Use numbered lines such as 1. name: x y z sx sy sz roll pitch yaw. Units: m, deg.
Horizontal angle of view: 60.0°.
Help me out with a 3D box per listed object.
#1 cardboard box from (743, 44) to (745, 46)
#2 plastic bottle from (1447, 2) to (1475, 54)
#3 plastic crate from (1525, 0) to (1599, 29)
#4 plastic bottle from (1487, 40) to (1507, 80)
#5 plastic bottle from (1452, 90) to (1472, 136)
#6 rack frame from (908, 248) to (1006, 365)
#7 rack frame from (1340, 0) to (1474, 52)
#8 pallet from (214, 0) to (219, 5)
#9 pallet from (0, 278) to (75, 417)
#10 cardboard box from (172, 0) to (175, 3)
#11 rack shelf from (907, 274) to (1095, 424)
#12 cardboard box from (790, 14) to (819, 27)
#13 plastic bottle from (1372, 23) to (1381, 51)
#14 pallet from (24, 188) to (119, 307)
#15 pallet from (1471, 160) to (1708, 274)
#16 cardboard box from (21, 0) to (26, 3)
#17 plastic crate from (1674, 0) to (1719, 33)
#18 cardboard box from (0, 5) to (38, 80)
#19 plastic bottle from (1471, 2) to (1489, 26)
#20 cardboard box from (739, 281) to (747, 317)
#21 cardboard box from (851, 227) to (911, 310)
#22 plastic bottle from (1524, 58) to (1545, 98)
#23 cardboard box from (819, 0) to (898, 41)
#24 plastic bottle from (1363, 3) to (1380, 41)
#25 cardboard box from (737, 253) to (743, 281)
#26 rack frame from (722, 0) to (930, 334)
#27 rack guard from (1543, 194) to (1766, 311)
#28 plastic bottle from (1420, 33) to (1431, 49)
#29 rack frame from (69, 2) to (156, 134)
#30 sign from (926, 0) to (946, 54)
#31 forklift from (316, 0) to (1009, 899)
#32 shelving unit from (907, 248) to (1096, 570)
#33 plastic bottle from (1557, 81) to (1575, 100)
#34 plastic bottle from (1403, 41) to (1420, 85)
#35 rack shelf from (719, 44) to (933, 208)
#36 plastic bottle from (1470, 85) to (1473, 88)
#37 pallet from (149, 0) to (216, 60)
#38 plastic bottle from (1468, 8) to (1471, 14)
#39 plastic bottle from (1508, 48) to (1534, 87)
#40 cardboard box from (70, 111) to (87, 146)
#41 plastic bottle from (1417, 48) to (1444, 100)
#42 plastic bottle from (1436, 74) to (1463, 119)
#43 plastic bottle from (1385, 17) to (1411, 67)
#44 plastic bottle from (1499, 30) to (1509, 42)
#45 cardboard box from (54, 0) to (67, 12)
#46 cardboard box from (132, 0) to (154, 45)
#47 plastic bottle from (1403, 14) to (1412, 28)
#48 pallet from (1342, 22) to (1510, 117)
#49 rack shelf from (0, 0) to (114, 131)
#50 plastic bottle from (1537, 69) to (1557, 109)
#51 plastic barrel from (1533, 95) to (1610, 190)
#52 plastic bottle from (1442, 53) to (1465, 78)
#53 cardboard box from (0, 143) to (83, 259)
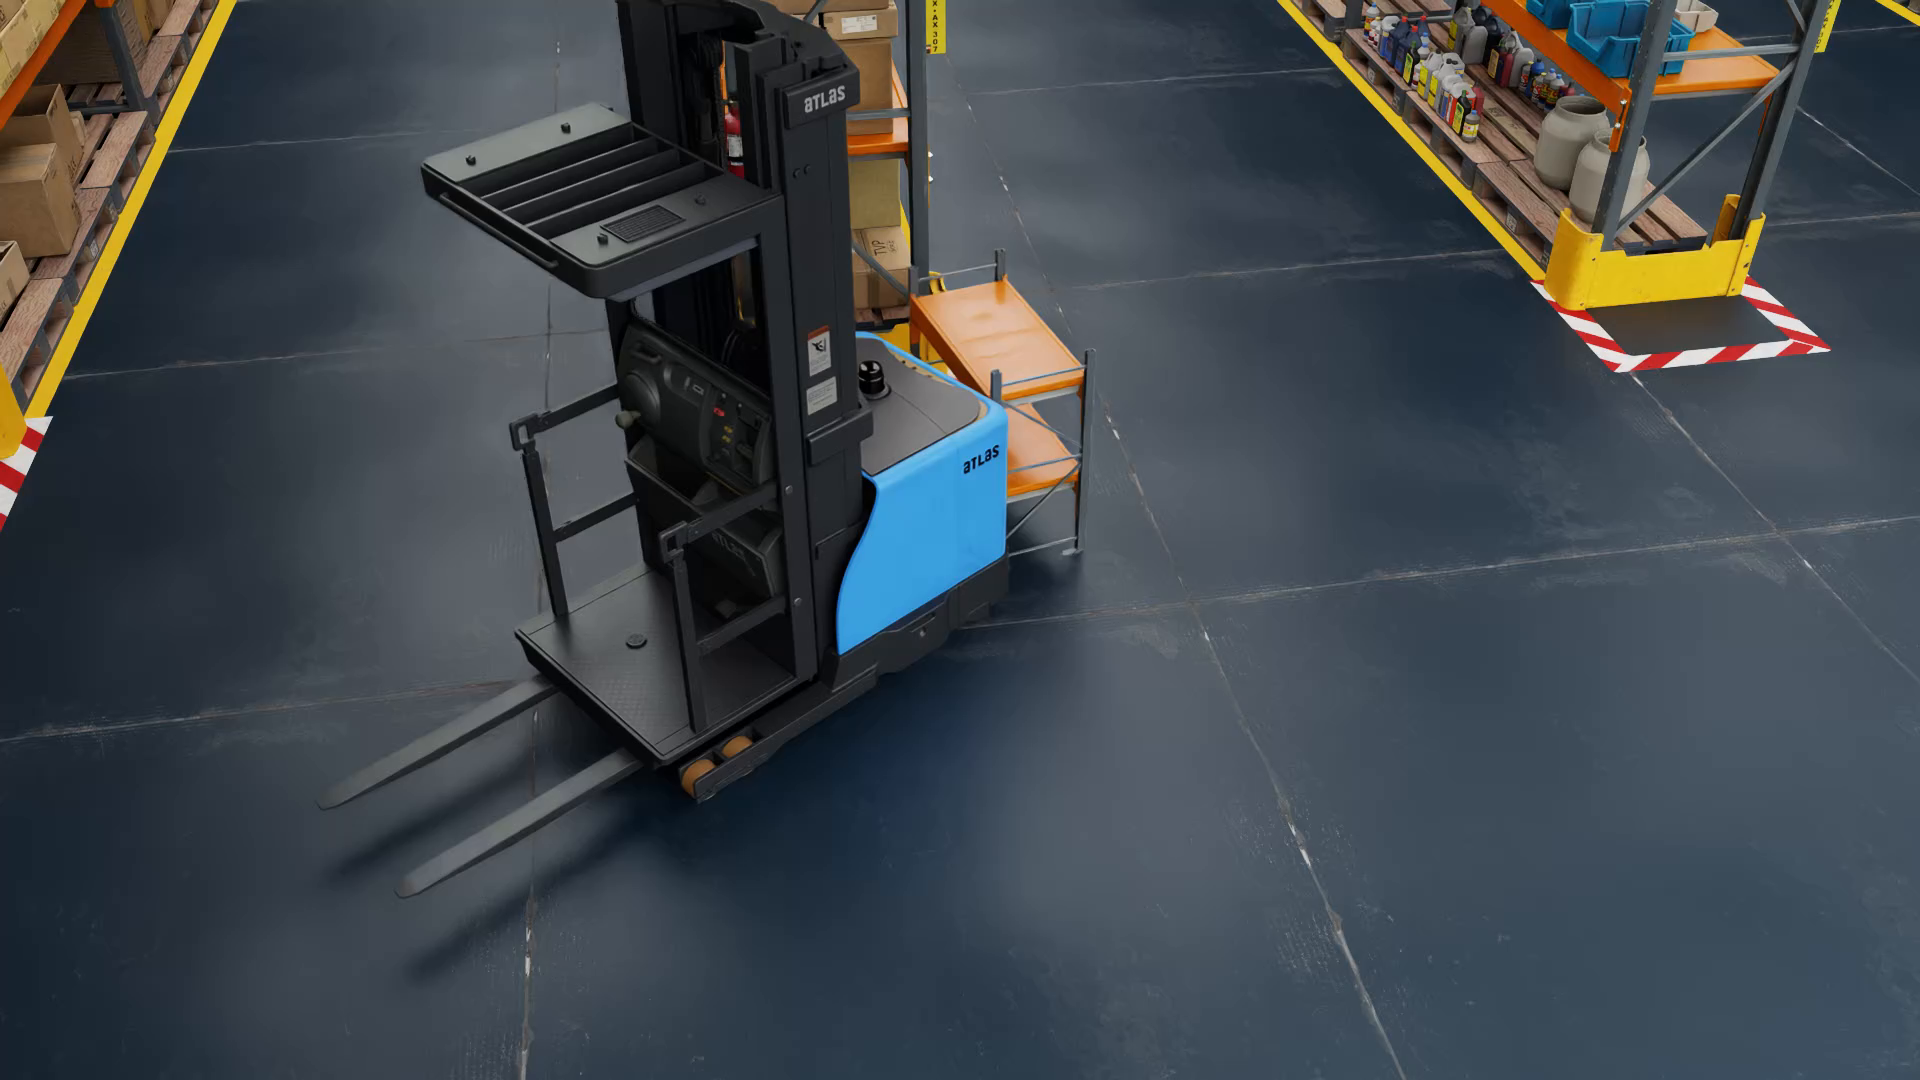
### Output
1. cardboard box: -0.916 -3.081 9.589 0.700 0.500 0.500 -6 38 -8
2. plastic bottle: 3.762 -3.842 12.451 0.144 0.351 0.185 -6 38 -8
3. plastic crate: 3.718 -3.276 10.043 0.499 0.251 0.408 -6 38 -8
4. plastic bottle: 3.898 -3.493 12.057 0.061 0.283 0.133 -6 38 -8
5. plastic bottle: 3.416 -2.903 11.298 0.061 0.283 0.133 -5 38 -7
6. rack frame: -0.014 -0.923 8.421 0.500 1.125 0.032 -14 40 -17
7. rack frame: 3.507 -5.088 12.254 1.000 3.000 0.127 -6 38 -8
8. pallet: -6.812 -4.865 14.240 1.003 0.211 1.213 -6 38 -8
9. pallet: -5.666 -1.045 9.323 1.003 0.211 1.213 -6 38 -8
10. cardboard box: -6.679 -4.575 13.272 0.700 0.500 0.500 -6 38 -8
11. rack shelf: 0.178 -0.865 7.870 0.538 0.278 1.000 -14 40 -17
12. cardboard box: -0.924 -2.647 8.502 0.380 0.149 0.250 -7 38 -9
13. plastic bottle: 3.167 -3.794 12.511 0.097 0.201 0.097 0 38 0
14. pallet: -5.877 -1.781 10.270 1.003 0.211 1.213 -6 38 -8
15. pallet: 4.012 -2.102 10.684 1.003 0.211 1.213 -6 38 -8
16. cardboard box: -5.688 -3.408 9.587 0.500 0.500 0.500 -7 38 -9
17. plastic crate: 4.368 -3.143 9.965 0.298 0.136 0.250 -6 38 -8
18. cardboard box: -5.593 -2.810 9.427 0.500 0.250 0.500 -6 38 -8
19. plastic bottle: 3.904 -3.857 12.470 0.144 0.351 0.185 -7 38 -9
20. cardboard box: -1.054 -1.513 9.552 0.500 0.250 0.500 -6 38 -8
21. cardboard box: -0.544 -1.569 9.623 0.500 0.250 0.500 -6 38 -8
22. plastic bottle: 4.084 -3.286 11.800 0.097 0.271 0.097 0 38 0
23. cardboard box: -0.526 -2.697 8.566 0.380 0.149 0.250 -6 38 -8
24. plastic bottle: 3.131 -3.944 12.647 0.097 0.271 0.097 0 38 0
25. cardboard box: -1.056 -1.809 9.321 0.500 0.500 0.500 -6 38 -8
26. rack frame: -0.669 -2.141 8.461 1.000 3.000 0.127 -6 38 -8
27. rack guard: 4.149 -1.725 9.963 1.175 0.500 0.348 -6 38 -8
28. plastic bottle: 3.384 -3.577 12.175 0.097 0.271 0.097 0 38 0
29. rack frame: -6.247 -4.022 10.882 1.000 3.000 0.127 -6 38 -8
30. sign: -0.122 -2.570 8.243 0.100 0.325 0.005 -6 38 -8
31. forklift: -1.188 -0.458 6.350 3.031 2.935 1.130 -30 47 -33
32. shelving unit: 0.178 -0.634 8.049 0.538 1.125 1.048 -14 40 -17
33. plastic bottle: 4.176 -3.040 11.473 0.061 0.283 0.133 -6 38 -7
34. plastic bottle: 3.261 -3.438 11.986 0.061 0.283 0.133 -5 38 -6
35. rack shelf: -1.020 -3.065 10.236 1.077 0.370 4.000 -6 38 -8
36. plastic bottle: 3.533 -3.066 11.574 0.097 0.201 0.097 0 38 0
37. pallet: -6.602 -4.129 13.293 1.003 0.211 1.213 -6 38 -8
38. plastic bottle: 3.877 -3.971 12.738 0.097 0.201 0.097 0 38 0
39. plastic bottle: 4.019 -3.418 11.966 0.152 0.276 0.135 -6 38 -7
40. cardboard box: -6.123 -2.757 11.204 0.380 0.166 0.250 -11 39 -14
41. plastic bottle: 3.348 -3.312 11.769 0.144 0.351 0.185 -7 38 -8
42. plastic bottle: 3.413 -3.071 11.519 0.152 0.276 0.135 -7 38 -9
43. plastic bottle: 3.240 -3.683 12.246 0.144 0.351 0.185 -5 38 -7
44. plastic bottle: 4.007 -3.621 12.221 0.061 0.283 0.133 -4 38 -5
45. cardboard box: -5.786 -3.415 10.207 0.500 0.250 0.500 -6 38 -8
46. cardboard box: -6.532 -3.958 12.479 0.700 0.500 0.500 -7 38 -9
47. plastic bottle: 3.320 -3.768 12.411 0.061 0.283 0.133 -6 38 -8
48. pallet: 3.584 -3.576 12.581 1.003 0.211 1.213 -6 38 -8
49. rack shelf: -5.896 -2.530 9.548 1.077 0.370 4.000 -6 38 -8
50. plastic bottle: 4.120 -3.164 11.643 0.097 0.271 0.097 0 38 0
51. plastic barrel: 3.930 -2.547 10.669 0.421 0.512 0.421 0 38 0
52. plastic bottle: 3.489 -3.314 11.832 0.152 0.276 0.135 -6 38 -8
53. cardboard box: -5.757 -2.013 9.975 0.700 0.500 0.500 -9 39 -11
